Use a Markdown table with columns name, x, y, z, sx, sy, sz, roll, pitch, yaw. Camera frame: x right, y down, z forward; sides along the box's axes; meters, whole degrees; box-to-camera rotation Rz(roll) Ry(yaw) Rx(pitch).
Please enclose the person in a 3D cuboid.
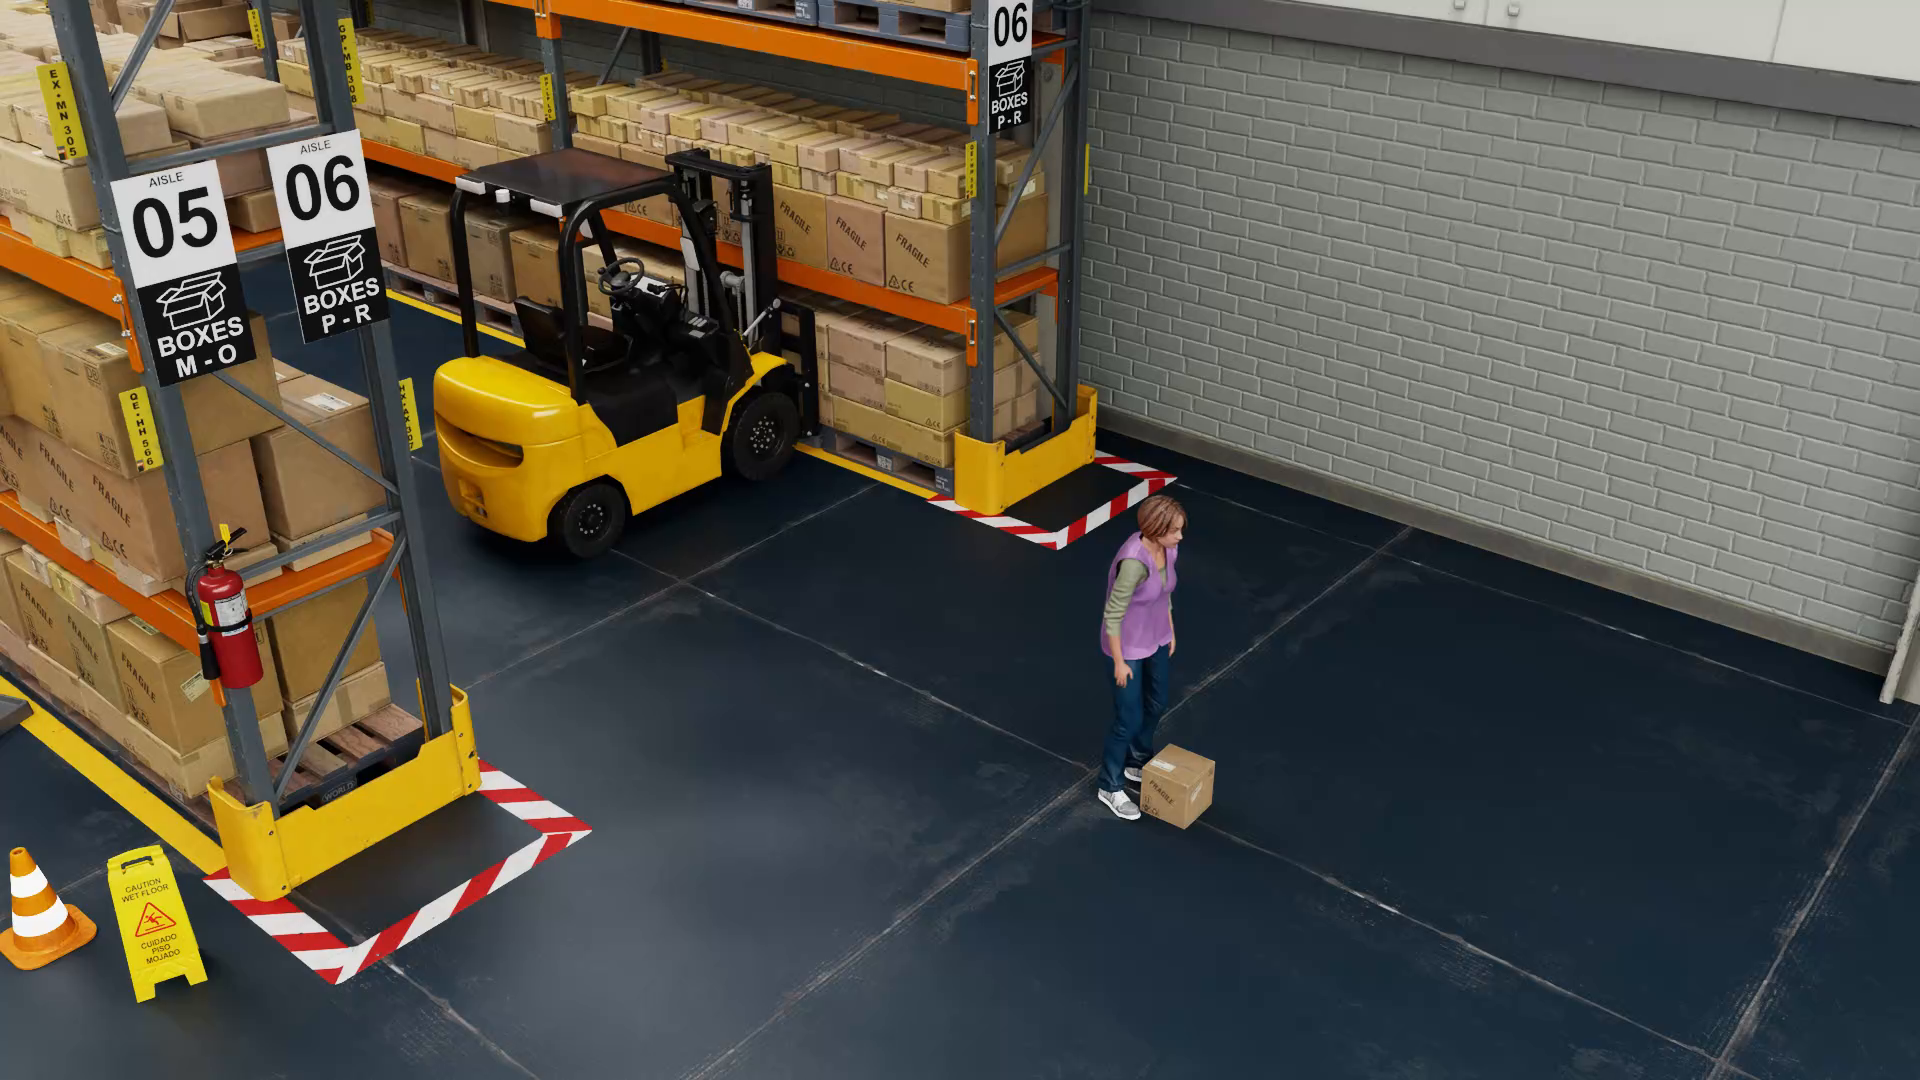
| name | x | y | z | sx | sy | sz | roll | pitch | yaw |
| --- | --- | --- | --- | --- | --- | --- | --- | --- | --- |
| person | 0.832 | 0.505 | 7.674 | 0.346 | 1.592 | 0.450 | 21 | 34 | 35 |
